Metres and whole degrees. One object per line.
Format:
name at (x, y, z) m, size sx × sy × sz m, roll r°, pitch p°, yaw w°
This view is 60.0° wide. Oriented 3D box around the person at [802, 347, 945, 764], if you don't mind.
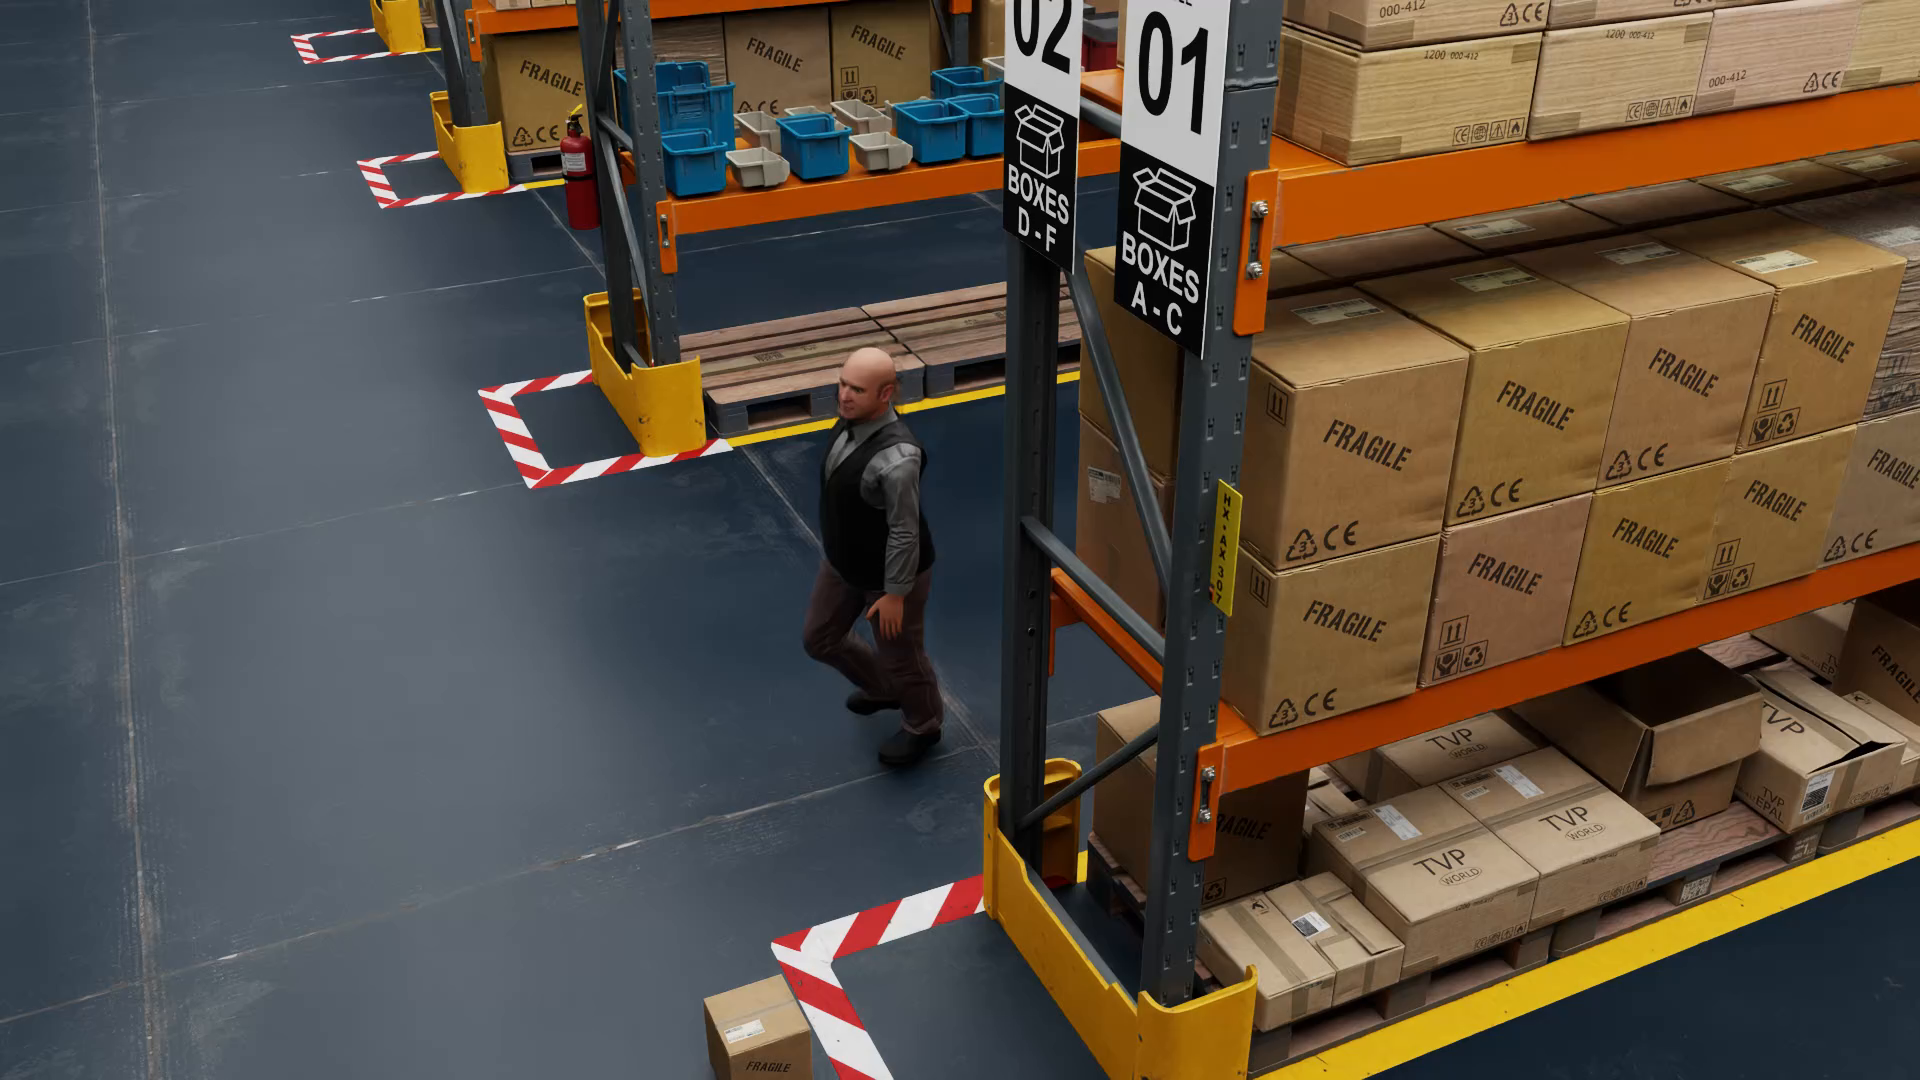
person at (-0.288, 0.075, 5.980) m, size 0.508 × 1.708 × 0.649 m, roll -16°, pitch 33°, yaw -26°
